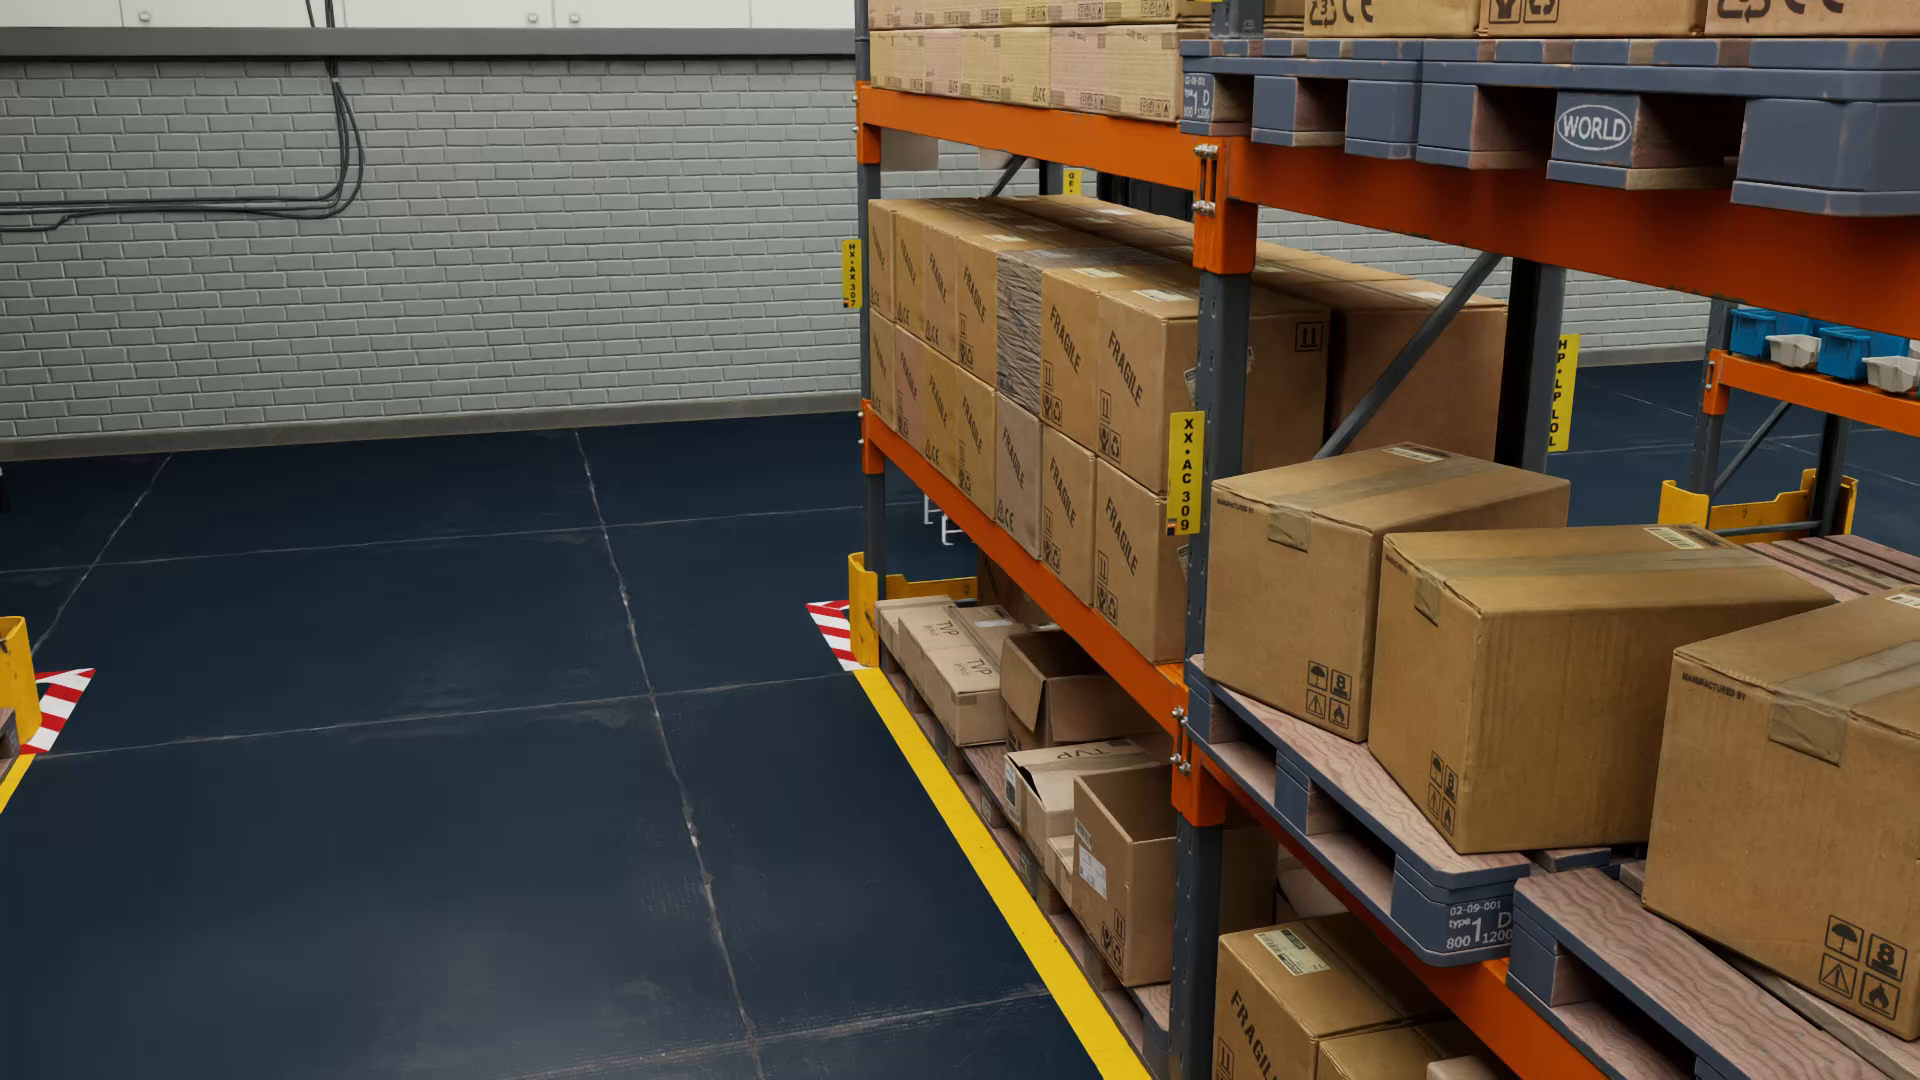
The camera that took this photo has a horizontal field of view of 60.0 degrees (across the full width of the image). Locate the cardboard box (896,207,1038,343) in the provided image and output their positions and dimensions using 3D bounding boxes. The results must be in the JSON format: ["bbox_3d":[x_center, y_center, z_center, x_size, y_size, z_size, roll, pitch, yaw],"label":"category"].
[{"bbox_3d":[0.026,-1.147,7.146,0.500,0.500,0.500,-5,17,-15],"label":"cardboard box"}]

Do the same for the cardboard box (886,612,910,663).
[{"bbox_3d":[-0.140,0.450,7.900,0.380,0.166,0.250,-5,17,-15],"label":"cardboard box"}]

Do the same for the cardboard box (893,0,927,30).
[{"bbox_3d":[0.028,-2.211,6.776,0.500,0.250,0.500,-5,17,-15],"label":"cardboard box"}]

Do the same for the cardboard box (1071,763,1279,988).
[{"bbox_3d":[0.677,1.050,5.324,0.500,0.500,0.500,-5,17,-15],"label":"cardboard box"}]

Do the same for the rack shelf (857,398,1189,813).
[{"bbox_3d":[0.557,-0.010,6.523,1.077,0.370,4.000,-5,17,-15],"label":"rack shelf"}]

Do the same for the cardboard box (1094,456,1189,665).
[{"bbox_3d":[0.722,0.032,4.956,0.500,0.500,0.500,-4,17,-14],"label":"cardboard box"}]

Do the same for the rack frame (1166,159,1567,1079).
[{"bbox_3d":[1.106,0.198,4.578,1.000,3.000,0.127,-5,17,-15],"label":"rack frame"}]

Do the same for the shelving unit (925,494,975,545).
[{"bbox_3d":[-0.052,-0.621,10.432,0.258,1.200,0.503,-4,17,-13],"label":"shelving unit"}]

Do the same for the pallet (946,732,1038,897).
[{"bbox_3d":[0.579,1.006,6.737,1.003,0.211,1.213,-5,17,-15],"label":"pallet"}]

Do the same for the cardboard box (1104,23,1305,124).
[{"bbox_3d":[0.717,-1.280,4.546,0.500,0.250,0.500,-5,17,-15],"label":"cardboard box"}]

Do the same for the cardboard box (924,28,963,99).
[{"bbox_3d":[0.168,-1.833,6.388,0.500,0.250,0.500,-5,17,-15],"label":"cardboard box"}]

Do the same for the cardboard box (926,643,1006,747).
[{"bbox_3d":[0.158,0.647,7.098,0.500,0.250,0.500,-5,17,-15],"label":"cardboard box"}]

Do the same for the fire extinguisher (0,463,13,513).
[{"bbox_3d":[-4.353,-0.378,7.279,0.296,0.674,0.183,-5,17,-15],"label":"fire extinguisher"}]

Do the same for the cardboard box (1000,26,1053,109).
[{"bbox_3d":[0.444,-1.557,5.467,0.500,0.250,0.500,-5,17,-15],"label":"cardboard box"}]

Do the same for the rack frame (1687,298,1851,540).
[{"bbox_3d":[4.771,-1.299,9.562,1.000,3.000,0.127,-5,17,-15],"label":"rack frame"}]

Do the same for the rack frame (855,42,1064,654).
[{"bbox_3d":[0.007,-0.908,8.261,1.000,3.000,0.127,-5,17,-15],"label":"rack frame"}]

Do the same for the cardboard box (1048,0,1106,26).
[{"bbox_3d":[0.577,-1.658,4.934,0.500,0.250,0.500,-5,17,-15],"label":"cardboard box"}]

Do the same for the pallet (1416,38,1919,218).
[{"bbox_3d":[1.506,-0.676,2.600,1.213,0.211,1.003,-5,17,-15],"label":"pallet"}]

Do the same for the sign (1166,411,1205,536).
[{"bbox_3d":[0.587,-0.171,4.304,0.100,0.325,0.005,-5,17,-15],"label":"sign"}]

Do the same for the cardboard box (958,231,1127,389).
[{"bbox_3d":[0.299,-0.868,6.216,0.500,0.500,0.500,-5,17,-16],"label":"cardboard box"}]

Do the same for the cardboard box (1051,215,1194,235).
[{"bbox_3d":[0.680,-1.051,6.825,0.500,0.500,0.500,-4,17,-14],"label":"cardboard box"}]

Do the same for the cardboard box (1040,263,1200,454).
[{"bbox_3d":[0.575,-0.589,5.288,0.500,0.500,0.500,-5,17,-16],"label":"cardboard box"}]

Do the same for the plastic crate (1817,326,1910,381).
[{"bbox_3d":[4.703,-0.971,8.657,0.416,0.233,0.300,-5,17,-15],"label":"plastic crate"}]

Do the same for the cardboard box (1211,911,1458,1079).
[{"bbox_3d":[1.005,1.338,4.365,0.500,0.500,0.500,-6,18,-18],"label":"cardboard box"}]

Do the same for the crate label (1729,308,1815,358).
[{"bbox_3d":[4.522,-1.153,9.263,0.416,0.233,0.303,-5,17,-15],"label":"crate label"}]

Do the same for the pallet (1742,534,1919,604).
[{"bbox_3d":[4.960,0.268,9.193,1.003,0.211,1.213,-5,17,-15],"label":"pallet"}]

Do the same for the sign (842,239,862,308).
[{"bbox_3d":[-0.515,-1.280,7.994,0.100,0.325,0.005,-5,17,-15],"label":"sign"}]

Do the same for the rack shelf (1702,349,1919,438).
[{"bbox_3d":[5.320,-0.401,7.824,1.077,0.370,4.000,-5,17,-15],"label":"rack shelf"}]

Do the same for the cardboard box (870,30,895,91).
[{"bbox_3d":[-0.096,-2.111,7.312,0.500,0.250,0.500,-5,17,-15],"label":"cardboard box"}]

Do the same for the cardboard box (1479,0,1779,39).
[{"bbox_3d":[1.379,-1.207,2.965,0.600,0.600,0.600,-5,17,-16],"label":"cardboard box"}]

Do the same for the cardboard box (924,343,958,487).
[{"bbox_3d":[0.157,-0.531,6.832,0.500,0.500,0.500,-5,17,-15],"label":"cardboard box"}]

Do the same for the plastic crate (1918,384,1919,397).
[{"bbox_3d":[4.884,-0.789,8.051,0.416,0.233,0.300,-5,17,-15],"label":"plastic crate"}]

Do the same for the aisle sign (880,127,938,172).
[{"bbox_3d":[-0.294,-2.149,7.873,0.394,0.787,0.004,-5,17,-15],"label":"aisle sign"}]

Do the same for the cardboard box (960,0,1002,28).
[{"bbox_3d":[0.305,-1.934,5.856,0.500,0.250,0.500,-5,17,-15],"label":"cardboard box"}]

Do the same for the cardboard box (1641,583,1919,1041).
[{"bbox_3d":[1.651,0.433,2.893,0.700,0.500,0.500,-10,19,-29],"label":"cardboard box"}]

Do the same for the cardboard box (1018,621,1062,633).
[{"bbox_3d":[0.418,0.488,7.773,0.380,0.166,0.250,-5,17,-15],"label":"cardboard box"}]

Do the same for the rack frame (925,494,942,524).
[{"bbox_3d":[-0.111,-0.689,10.659,0.240,1.200,0.015,-4,17,-13],"label":"rack frame"}]

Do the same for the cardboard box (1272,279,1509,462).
[{"bbox_3d":[1.247,-0.481,4.928,0.500,0.500,0.500,-4,17,-14],"label":"cardboard box"}]

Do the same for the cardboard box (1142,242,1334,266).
[{"bbox_3d":[0.964,-0.766,5.876,0.500,0.500,0.500,-5,17,-17],"label":"cardboard box"}]

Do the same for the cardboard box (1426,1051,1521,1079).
[{"bbox_3d":[1.280,1.255,3.336,0.500,0.250,0.500,-5,17,-15],"label":"cardboard box"}]

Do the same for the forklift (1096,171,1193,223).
[{"bbox_3d":[1.622,-1.499,10.347,3.031,2.935,1.130,-3,17,-10],"label":"forklift"}]

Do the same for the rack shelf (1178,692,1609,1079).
[{"bbox_3d":[1.656,1.096,2.840,1.077,0.370,4.000,-5,17,-15],"label":"rack shelf"}]

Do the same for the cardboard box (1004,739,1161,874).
[{"bbox_3d":[0.471,0.933,6.042,0.500,0.311,0.500,-5,17,-15],"label":"cardboard box"}]

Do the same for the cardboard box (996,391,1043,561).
[{"bbox_3d":[0.436,-0.252,5.903,0.500,0.500,0.500,-4,17,-14],"label":"cardboard box"}]

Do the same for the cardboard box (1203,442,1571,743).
[{"bbox_3d":[1.021,0.098,4.008,0.700,0.500,0.500,-12,20,-34],"label":"cardboard box"}]

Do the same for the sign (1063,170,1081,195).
[{"bbox_3d":[0.546,-1.652,8.177,0.100,0.325,0.005,-5,17,-15],"label":"sign"}]

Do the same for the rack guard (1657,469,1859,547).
[{"bbox_3d":[4.751,-0.107,9.940,1.175,0.500,0.348,-5,17,-15],"label":"rack guard"}]

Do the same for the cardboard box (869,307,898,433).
[{"bbox_3d":[-0.125,-0.812,7.769,0.500,0.500,0.500,-4,17,-14],"label":"cardboard box"}]

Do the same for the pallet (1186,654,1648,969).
[{"bbox_3d":[1.221,0.520,3.841,1.003,0.211,1.213,-5,17,-15],"label":"pallet"}]

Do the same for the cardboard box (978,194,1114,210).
[{"bbox_3d":[0.394,-1.334,7.766,0.500,0.500,0.500,-5,17,-16],"label":"cardboard box"}]
